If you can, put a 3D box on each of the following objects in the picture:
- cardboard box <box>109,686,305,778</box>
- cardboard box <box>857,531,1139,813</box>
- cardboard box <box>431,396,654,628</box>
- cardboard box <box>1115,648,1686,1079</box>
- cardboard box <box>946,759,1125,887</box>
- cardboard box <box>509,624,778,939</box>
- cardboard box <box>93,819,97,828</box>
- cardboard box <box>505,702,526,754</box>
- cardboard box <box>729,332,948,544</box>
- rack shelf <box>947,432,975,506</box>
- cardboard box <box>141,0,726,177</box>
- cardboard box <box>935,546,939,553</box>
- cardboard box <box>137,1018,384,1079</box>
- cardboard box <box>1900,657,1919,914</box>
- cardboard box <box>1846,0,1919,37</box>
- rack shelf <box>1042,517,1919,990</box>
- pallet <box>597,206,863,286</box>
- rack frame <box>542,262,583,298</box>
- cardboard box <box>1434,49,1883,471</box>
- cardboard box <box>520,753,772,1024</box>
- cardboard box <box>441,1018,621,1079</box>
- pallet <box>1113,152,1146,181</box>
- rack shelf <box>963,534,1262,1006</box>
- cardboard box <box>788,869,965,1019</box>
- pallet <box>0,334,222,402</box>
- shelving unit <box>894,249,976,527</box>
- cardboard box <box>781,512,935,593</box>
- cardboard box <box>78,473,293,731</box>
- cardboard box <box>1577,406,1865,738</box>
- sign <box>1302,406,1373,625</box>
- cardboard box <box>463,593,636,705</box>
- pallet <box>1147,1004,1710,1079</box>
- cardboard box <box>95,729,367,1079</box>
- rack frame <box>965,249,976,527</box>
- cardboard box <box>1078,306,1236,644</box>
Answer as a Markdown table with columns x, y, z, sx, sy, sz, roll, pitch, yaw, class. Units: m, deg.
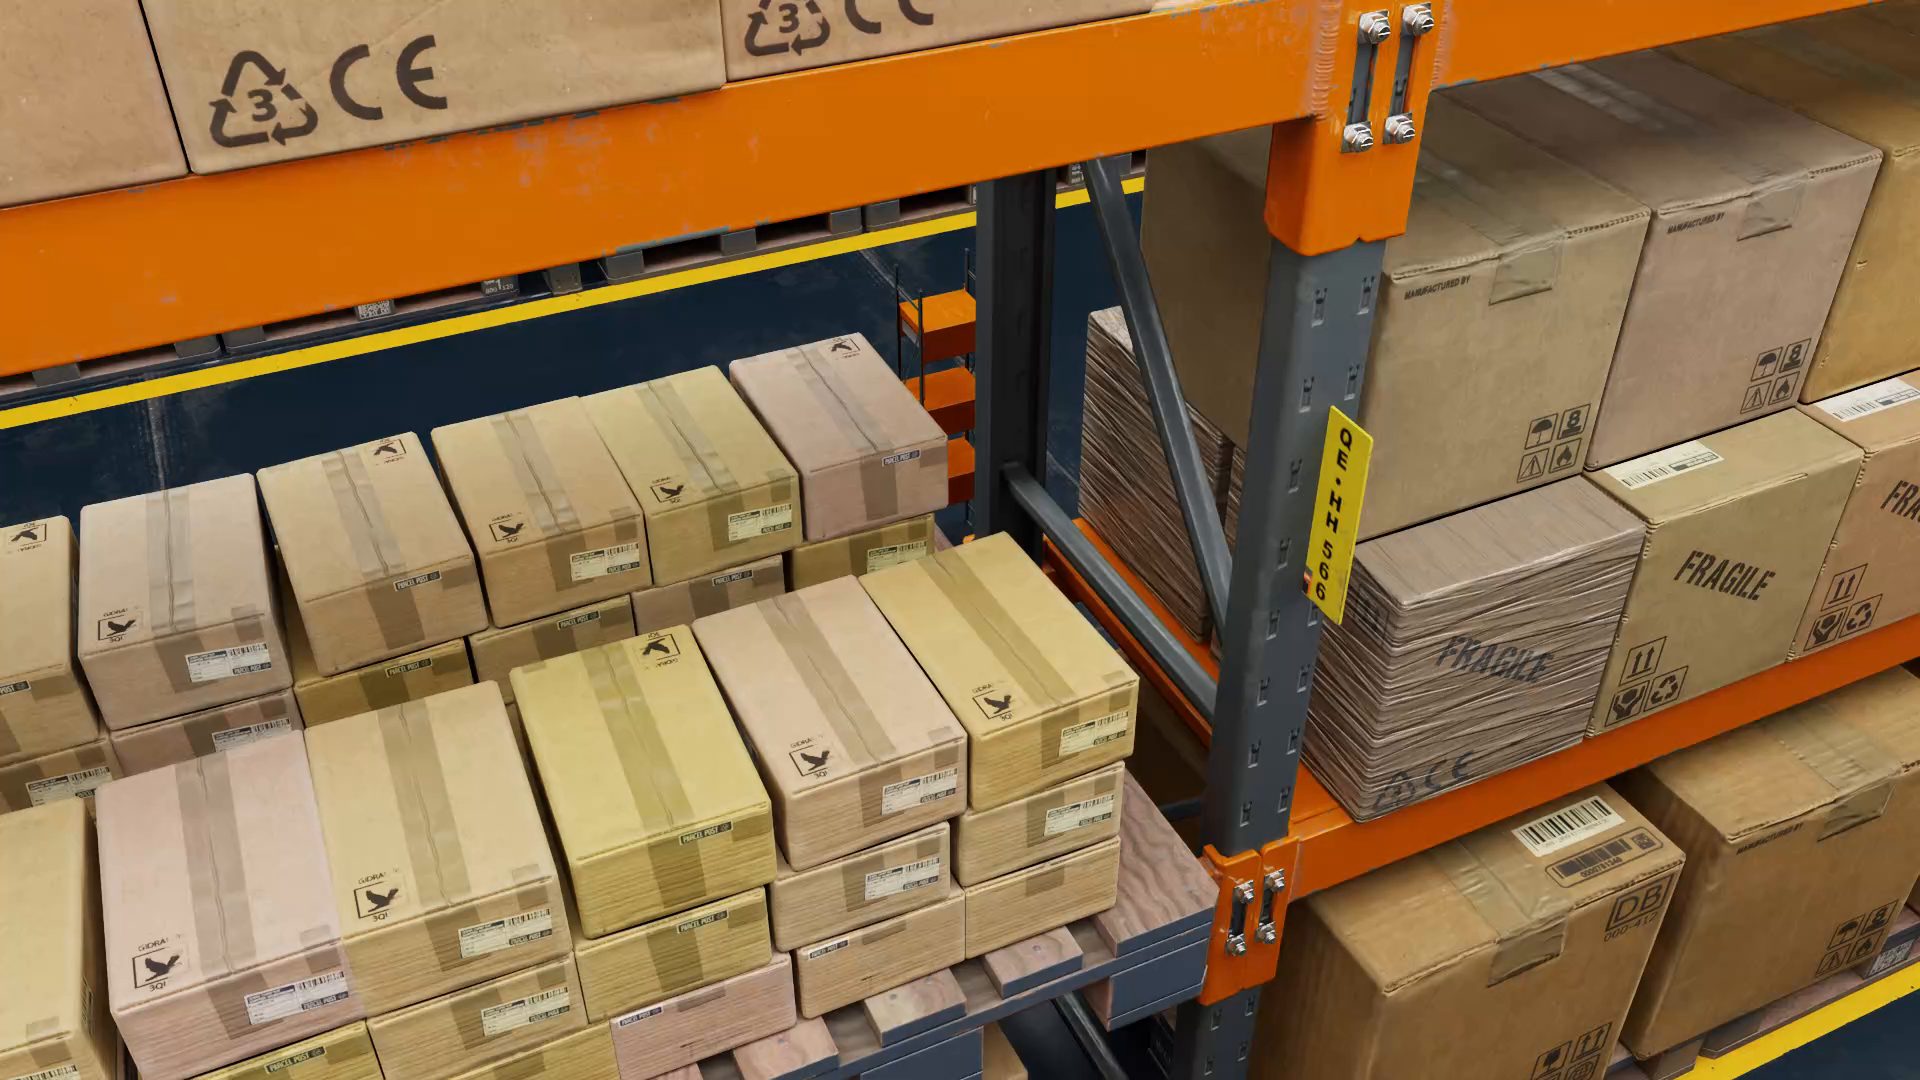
| x | y | z | sx | sy | sz | roll | pitch | yaw | class |
| --- | --- | --- | --- | --- | --- | --- | --- | --- | --- |
| -1.168 | 0.204 | 2.566 | 0.250 | 0.149 | 0.380 | -16 | 39 | -20 | cardboard box |
| 0.045 | 0.176 | 2.354 | 0.250 | 0.149 | 0.380 | -17 | 40 | -22 | cardboard box |
| -0.672 | -0.054 | 2.664 | 0.250 | 0.149 | 0.380 | -16 | 39 | -20 | cardboard box |
| 0.884 | 0.740 | 3.770 | 0.750 | 0.750 | 1.050 | -16 | 40 | -21 | cardboard box |
| 0.041 | 0.295 | 2.444 | 0.250 | 0.149 | 0.380 | -15 | 39 | -19 | cardboard box |
| -0.420 | 0.304 | 2.181 | 0.250 | 0.149 | 0.380 | -14 | 39 | -19 | cardboard box |
| -1.396 | 0.385 | 2.572 | 0.250 | 0.149 | 0.380 | -15 | 39 | -19 | cardboard box |
| -0.683 | 0.184 | 2.842 | 0.250 | 0.149 | 0.380 | -14 | 39 | -18 | cardboard box |
| -0.210 | -0.182 | 2.836 | 0.250 | 0.149 | 0.380 | -16 | 39 | -20 | cardboard box |
| -0.048 | -0.176 | 5.591 | 0.240 | 0.259 | 0.215 | -16 | 39 | -20 | rack shelf |
| -0.562 | -0.719 | 1.599 | 0.500 | 0.500 | 0.500 | -16 | 39 | -20 | cardboard box |
| -0.197 | 0.048 | 3.026 | 0.250 | 0.149 | 0.380 | -16 | 40 | -21 | cardboard box |
| -0.890 | 0.556 | 2.091 | 0.250 | 0.149 | 0.380 | -16 | 39 | -20 | cardboard box |
| 2.517 | 0.281 | 4.389 | 0.750 | 0.750 | 1.050 | -16 | 39 | -20 | cardboard box |
| 2.088 | -0.828 | 3.425 | 0.500 | 0.500 | 0.700 | -16 | 39 | -20 | cardboard box |
| 2.105 | -0.106 | 3.979 | 4.000 | 0.370 | 1.077 | -16 | 39 | -20 | rack shelf |
| -1.192 | -1.610 | 7.743 | 1.213 | 0.211 | 1.003 | -16 | 39 | -20 | pallet |
| -1.900 | -2.533 | 6.647 | 0.127 | 3.000 | 1.000 | -16 | 39 | -20 | rack frame |
| 1.162 | -0.568 | 3.074 | 0.500 | 0.500 | 0.700 | -16 | 40 | -21 | cardboard box |
| -0.437 | 0.431 | 2.260 | 0.250 | 0.149 | 0.380 | -15 | 39 | -19 | cardboard box |
| -0.642 | 0.605 | 2.275 | 0.250 | 0.149 | 0.380 | -16 | 40 | -21 | cardboard box |
| 1.016 | -2.227 | 8.576 | 1.213 | 0.211 | 1.003 | -16 | 39 | -20 | pallet |
| -1.516 | 0.906 | 2.614 | 4.000 | 0.370 | 1.077 | -16 | 39 | -20 | rack shelf |
| -0.182 | 0.478 | 2.446 | 0.250 | 0.149 | 0.380 | -16 | 39 | -20 | cardboard box |
| -3.749 | -0.947 | 6.850 | 1.213 | 0.211 | 1.003 | -16 | 39 | -20 | pallet |
| -0.048 | -0.408 | 5.419 | 0.252 | 1.050 | 0.215 | -16 | 39 | -20 | shelving unit |
| -0.228 | -0.062 | 2.924 | 0.250 | 0.149 | 0.380 | -14 | 39 | -18 | cardboard box |
| -1.157 | 0.082 | 2.480 | 0.250 | 0.149 | 0.380 | -14 | 39 | -18 | cardboard box |
| 1.274 | -0.027 | 3.185 | 0.500 | 0.500 | 0.500 | -16 | 39 | -20 | cardboard box |
| 0.533 | -0.032 | 2.369 | 0.005 | 0.325 | 0.100 | -16 | 39 | -20 | sign |
| -0.713 | 0.077 | 2.737 | 0.250 | 0.149 | 0.380 | -17 | 40 | -21 | cardboard box |
| 1.040 | 1.072 | 4.127 | 1.213 | 0.211 | 1.003 | -16 | 39 | -20 | pallet |
| -0.881 | 0.432 | 2.009 | 0.250 | 0.149 | 0.380 | -16 | 39 | -20 | cardboard box |
| 0.062 | -0.439 | 5.461 | 0.008 | 1.050 | 0.200 | -16 | 39 | -20 | rack frame |
| 0.588 | -0.188 | 3.401 | 0.500 | 0.500 | 0.500 | -16 | 39 | -20 | cardboard box |
